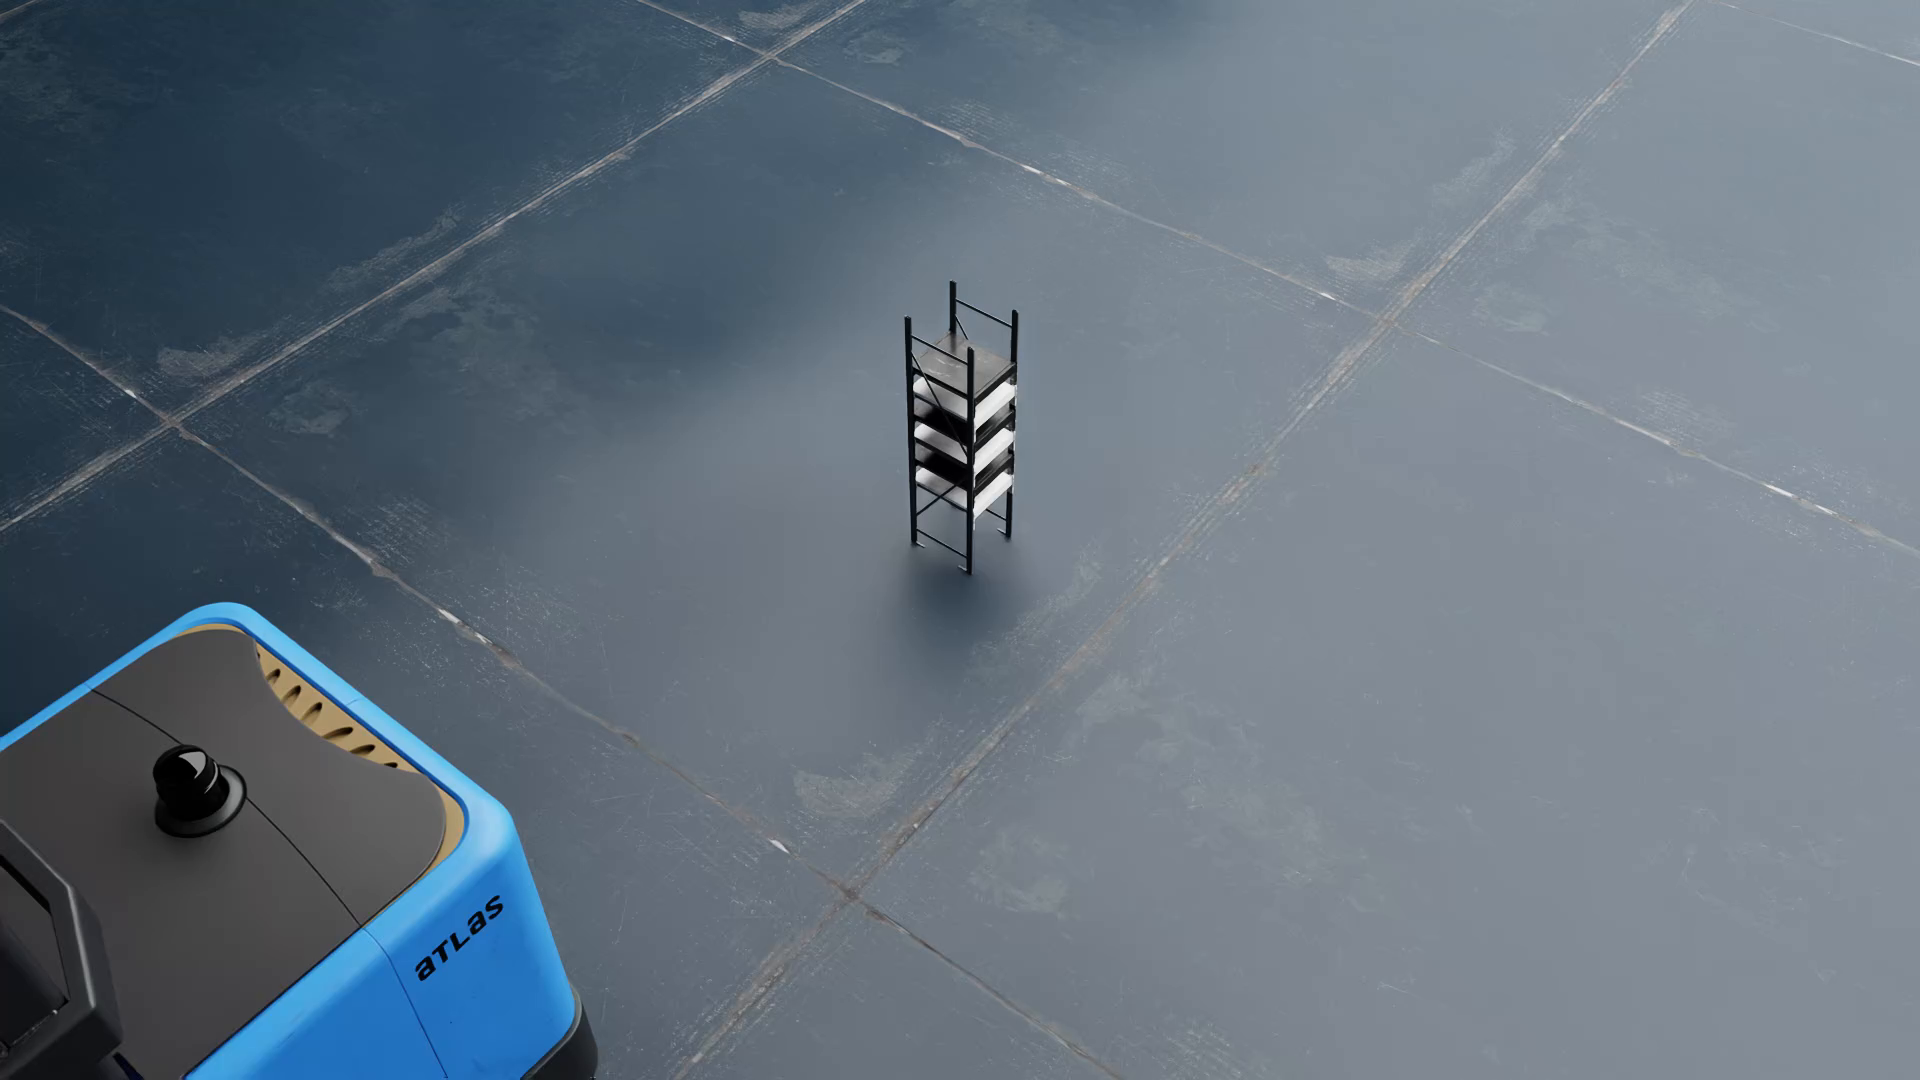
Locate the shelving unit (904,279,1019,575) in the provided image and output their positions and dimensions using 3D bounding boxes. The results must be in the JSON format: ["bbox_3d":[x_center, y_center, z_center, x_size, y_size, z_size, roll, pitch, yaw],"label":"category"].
[{"bbox_3d":[0.005,-0.315,4.929,0.258,0.900,0.210,29,53,25],"label":"shelving unit"}]

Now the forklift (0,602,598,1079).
[{"bbox_3d":[-2.173,0.891,2.372,1.130,2.935,3.031,30,53,26],"label":"forklift"}]

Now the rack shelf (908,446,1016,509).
[{"bbox_3d":[0.005,-0.230,5.018,0.258,0.077,0.200,29,53,25],"label":"rack shelf"}]

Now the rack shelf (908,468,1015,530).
[{"bbox_3d":[0.005,-0.168,5.083,0.258,0.077,0.200,29,53,25],"label":"rack shelf"}]

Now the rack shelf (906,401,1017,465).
[{"bbox_3d":[0.005,-0.355,4.888,0.258,0.077,0.200,29,53,25],"label":"rack shelf"}]

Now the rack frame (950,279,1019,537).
[{"bbox_3d":[0.067,-0.374,4.985,0.240,0.900,0.006,29,53,25],"label":"rack frame"}]

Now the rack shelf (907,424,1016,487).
[{"bbox_3d":[0.005,-0.292,4.953,0.258,0.077,0.200,29,53,25],"label":"rack shelf"}]

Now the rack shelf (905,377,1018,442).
[{"bbox_3d":[0.005,-0.417,4.823,0.258,0.077,0.200,29,53,25],"label":"rack shelf"}]

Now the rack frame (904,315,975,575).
[{"bbox_3d":[-0.057,-0.257,4.873,0.240,0.900,0.006,29,53,25],"label":"rack frame"}]

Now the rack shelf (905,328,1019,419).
[{"bbox_3d":[0.005,-0.479,4.758,0.258,0.077,0.200,29,53,25],"label":"rack shelf"}]
